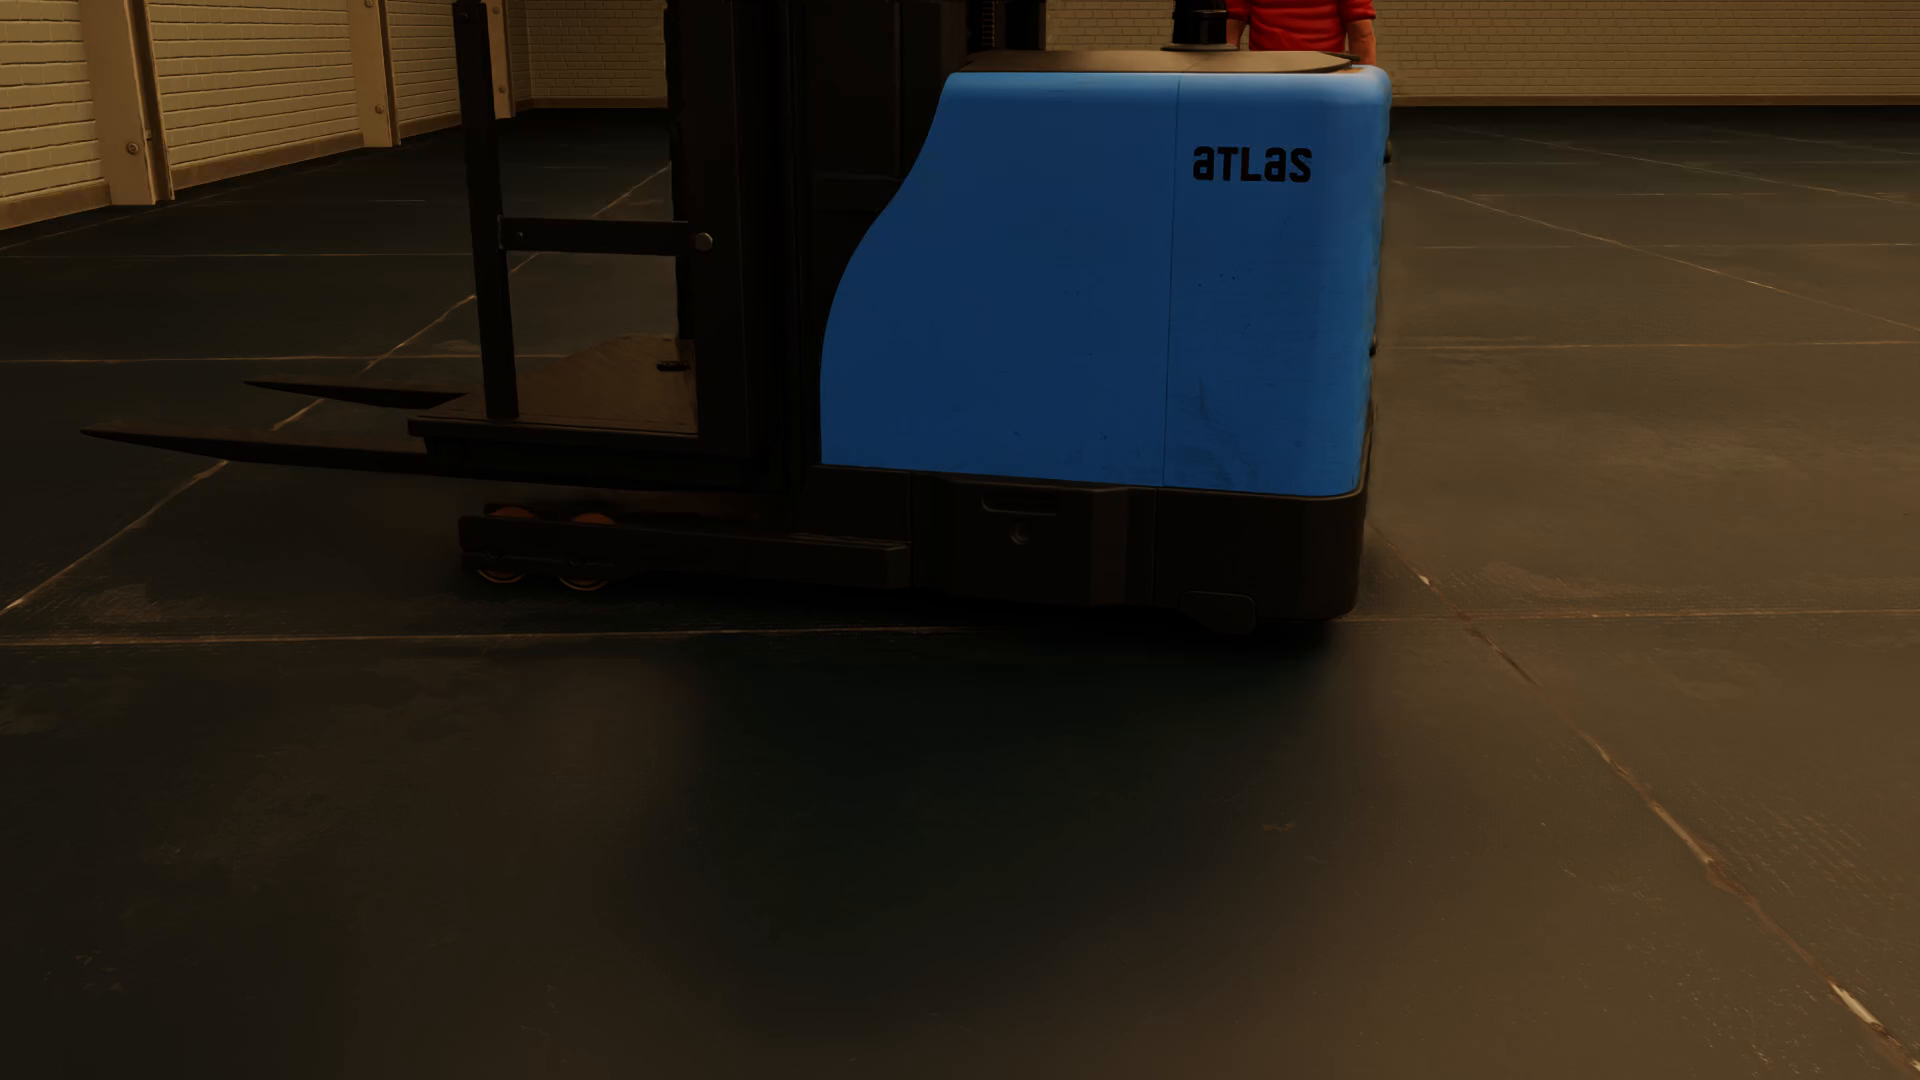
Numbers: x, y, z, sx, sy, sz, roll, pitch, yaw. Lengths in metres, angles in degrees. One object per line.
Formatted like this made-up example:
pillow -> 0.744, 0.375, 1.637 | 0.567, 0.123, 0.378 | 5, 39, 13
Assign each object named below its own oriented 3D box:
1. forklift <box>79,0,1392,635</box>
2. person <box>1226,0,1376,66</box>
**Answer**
forklift -> -0.587, -1.435, 3.598 | 3.031, 2.935, 1.130 | 4, 18, 14
person -> 1.329, -1.687, 6.557 | 0.613, 1.753, 0.495 | 8, 19, 24
